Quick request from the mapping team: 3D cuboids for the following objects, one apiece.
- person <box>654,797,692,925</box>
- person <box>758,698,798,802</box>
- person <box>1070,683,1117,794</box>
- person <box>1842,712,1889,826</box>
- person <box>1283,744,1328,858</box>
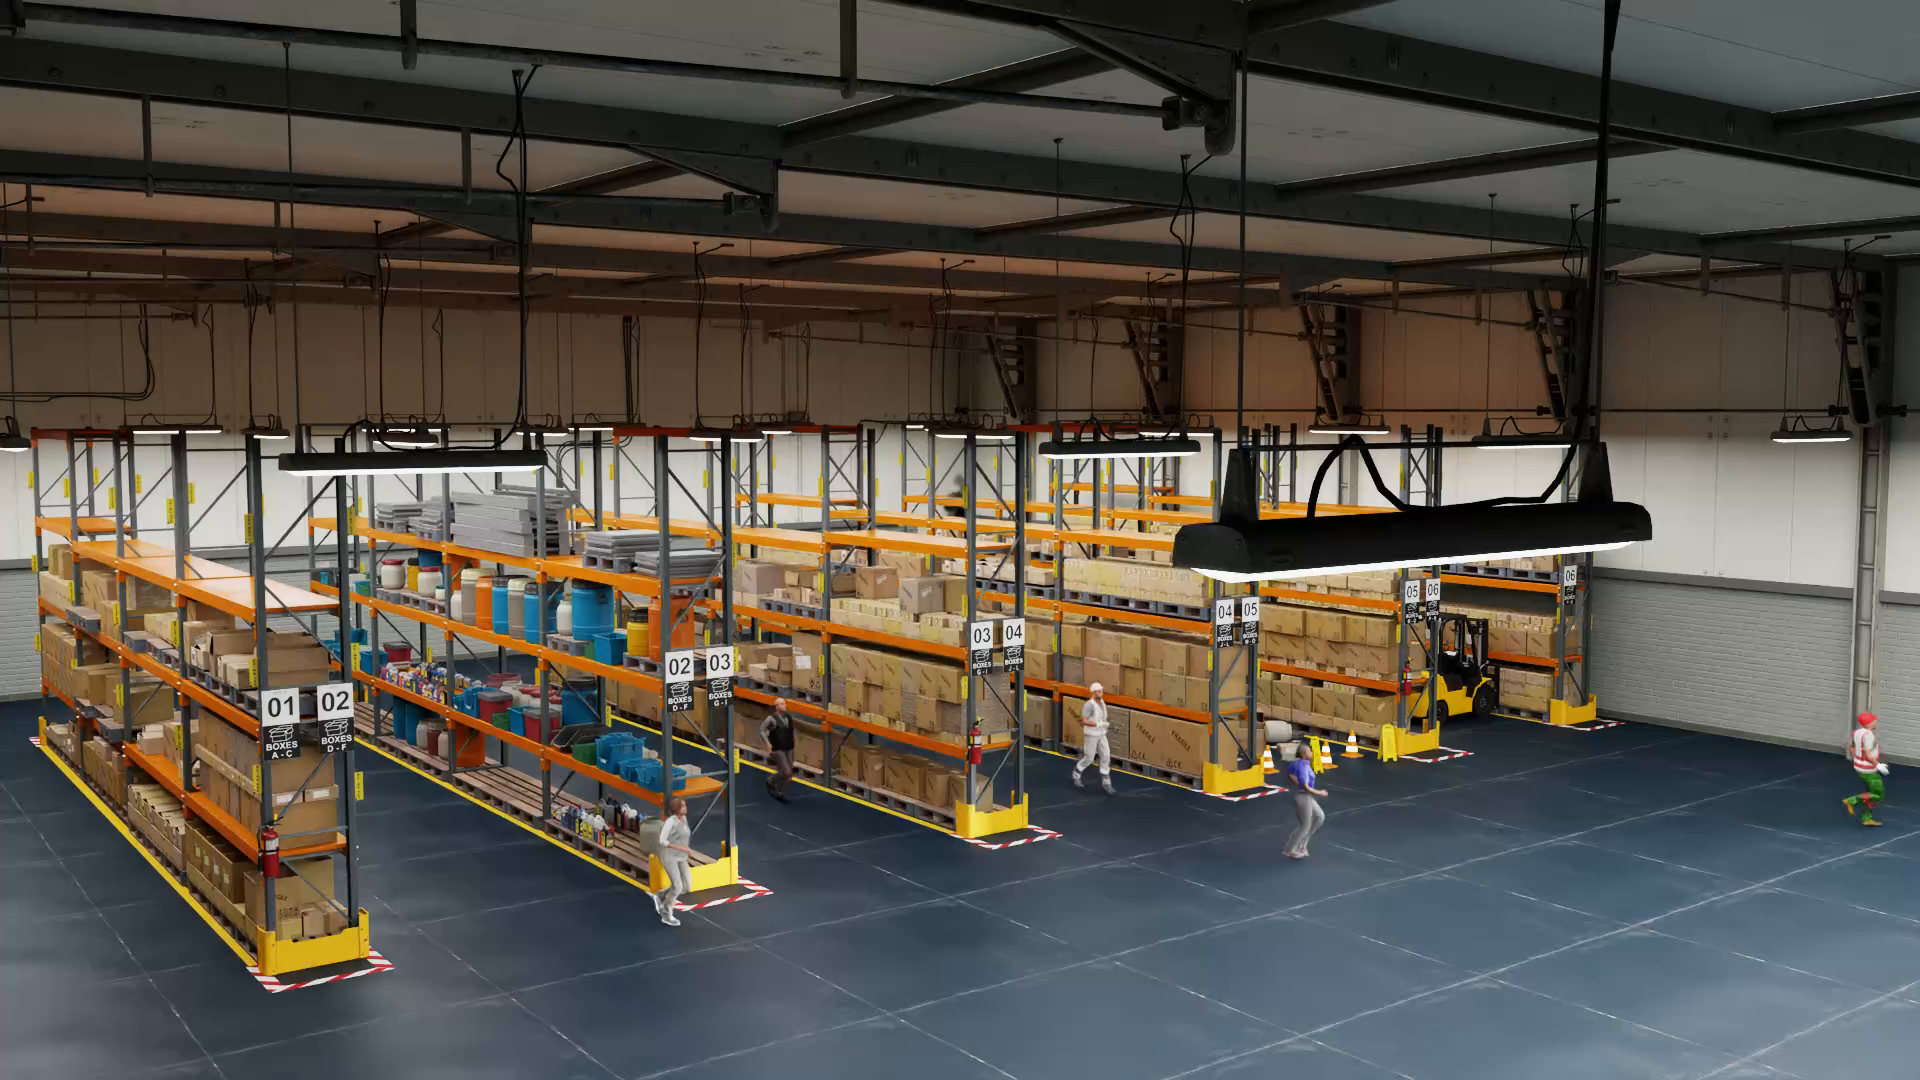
[{"bbox_3d":[-3.511,3.954,20.567,0.579,1.549,0.563,2,5,24],"label":"person"},{"bbox_3d":[-2.849,3.390,26.779,0.566,1.682,0.645,4,6,43],"label":"person"},{"bbox_3d":[2.228,3.268,27.580,0.856,1.830,0.681,4,6,42],"label":"person"},{"bbox_3d":[13.726,3.483,25.280,0.624,1.741,0.660,0,4,5],"label":"person"},{"bbox_3d":[4.881,3.674,23.495,0.617,1.614,0.589,0,4,5],"label":"person"}]
